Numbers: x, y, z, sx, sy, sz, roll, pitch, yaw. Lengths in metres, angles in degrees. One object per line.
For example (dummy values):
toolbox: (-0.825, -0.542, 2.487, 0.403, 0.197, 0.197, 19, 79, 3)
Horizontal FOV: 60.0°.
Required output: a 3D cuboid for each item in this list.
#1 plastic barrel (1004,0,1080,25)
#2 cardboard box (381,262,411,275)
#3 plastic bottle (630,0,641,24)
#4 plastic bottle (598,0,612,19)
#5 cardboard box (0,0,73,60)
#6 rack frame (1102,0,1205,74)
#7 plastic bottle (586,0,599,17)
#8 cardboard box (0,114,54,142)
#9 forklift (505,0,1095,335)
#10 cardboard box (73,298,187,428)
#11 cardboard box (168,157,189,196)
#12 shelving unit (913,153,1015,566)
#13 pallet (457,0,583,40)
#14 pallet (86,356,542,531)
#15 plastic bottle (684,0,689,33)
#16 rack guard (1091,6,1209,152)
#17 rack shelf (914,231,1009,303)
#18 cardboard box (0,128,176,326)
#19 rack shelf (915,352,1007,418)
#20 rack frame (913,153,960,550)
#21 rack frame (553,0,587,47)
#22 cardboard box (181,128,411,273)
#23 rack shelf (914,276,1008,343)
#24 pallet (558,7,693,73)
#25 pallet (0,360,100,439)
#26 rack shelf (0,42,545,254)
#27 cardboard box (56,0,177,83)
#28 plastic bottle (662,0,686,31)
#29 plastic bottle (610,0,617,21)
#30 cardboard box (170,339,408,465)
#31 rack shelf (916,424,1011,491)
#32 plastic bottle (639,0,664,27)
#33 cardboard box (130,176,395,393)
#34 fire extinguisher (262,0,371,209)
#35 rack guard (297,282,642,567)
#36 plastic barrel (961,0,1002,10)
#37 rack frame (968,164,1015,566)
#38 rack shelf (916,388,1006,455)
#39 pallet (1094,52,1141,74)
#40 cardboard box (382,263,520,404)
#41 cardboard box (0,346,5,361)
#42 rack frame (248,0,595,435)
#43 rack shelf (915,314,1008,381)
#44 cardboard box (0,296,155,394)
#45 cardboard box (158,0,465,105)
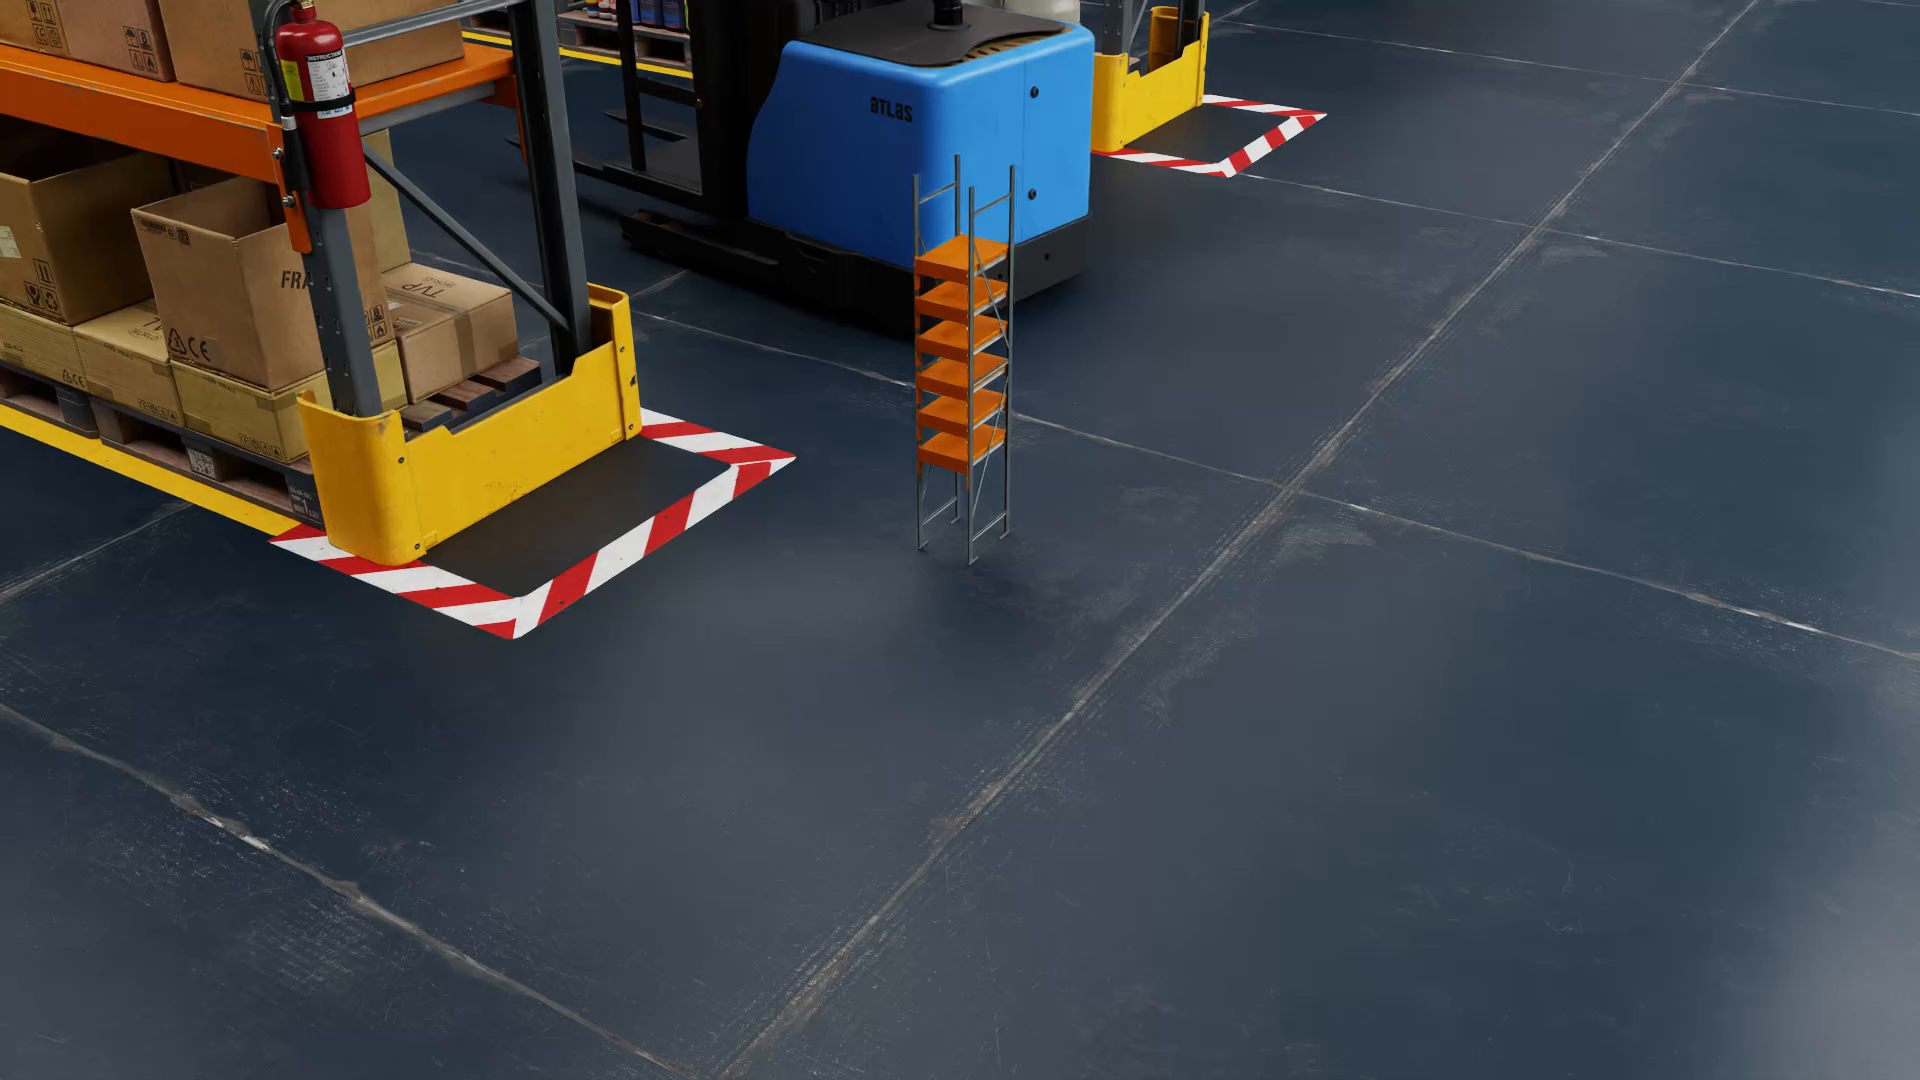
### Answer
plastic barrel: (0.454, -2.867, 9.239, 0.421, 0.512, 0.421, 0, 30, 0)
cardboard box: (-2.346, -0.868, 6.073, 0.500, 0.250, 0.500, 18, 35, 27)
plastic bottle: (-2.011, -3.354, 10.289, 0.135, 0.276, 0.152, 19, 35, 29)
plastic bottle: (-2.213, -3.370, 10.389, 0.097, 0.201, 0.097, 0, 30, 0)
cardboard box: (-2.838, -1.951, 5.518, 0.500, 0.500, 0.700, 18, 35, 28)
rack frame: (1.052, -3.616, 8.472, 0.127, 3.000, 1.000, 18, 35, 27)
plastic bottle: (-2.299, -3.427, 10.418, 0.097, 0.271, 0.097, 0, 30, 0)
cardboard box: (-3.475, -1.234, 5.956, 0.500, 0.500, 0.500, 18, 35, 27)
forklift: (-0.889, -2.686, 6.946, 3.031, 2.935, 1.130, 24, 38, 34)
cardboard box: (-2.626, -0.643, 5.688, 0.500, 0.250, 0.500, 18, 35, 27)
cardboard box: (-2.776, -1.321, 6.105, 0.500, 0.500, 0.500, 18, 35, 27)
shelving unit: (0.012, -0.514, 4.941, 0.189, 1.200, 0.258, 18, 35, 27)
pallet: (-3.022, -3.677, 11.344, 1.213, 0.211, 1.003, 18, 35, 27)
pallet: (-2.255, -0.486, 5.873, 1.213, 0.211, 1.003, 18, 35, 27)
plastic bottle: (-1.596, -3.199, 10.015, 0.133, 0.283, 0.061, 19, 35, 29)
rack guard: (0.962, -2.537, 9.102, 0.348, 0.500, 1.175, 18, 35, 27)
rack shelf: (0.012, -0.787, 4.782, 0.180, 0.103, 0.258, 18, 35, 27)
cardboard box: (-3.052, -1.099, 5.725, 0.500, 0.500, 0.500, 18, 35, 27)
rack shelf: (0.012, -0.476, 4.963, 0.180, 0.103, 0.258, 18, 35, 27)
rack frame: (-0.065, -0.539, 4.983, 0.006, 1.200, 0.240, 18, 35, 27)
rack frame: (-2.336, -4.688, 10.309, 0.127, 3.000, 1.000, 18, 35, 27)
cardboard box: (-2.345, -1.193, 5.885, 0.500, 0.500, 0.500, 18, 35, 27)
rack shelf: (0.012, -0.683, 4.842, 0.180, 0.103, 0.258, 18, 35, 27)
pallet: (-1.790, -3.286, 10.673, 1.213, 0.211, 1.003, 18, 35, 27)
pallet: (-3.284, -0.813, 6.434, 1.213, 0.211, 1.003, 18, 35, 27)
rack shelf: (-3.279, -1.728, 5.950, 4.000, 0.370, 1.077, 18, 35, 27)
cardboard box: (-2.421, -1.816, 5.286, 0.500, 0.500, 0.700, 19, 35, 29)
plastic bottle: (-1.713, -3.290, 10.104, 0.185, 0.351, 0.144, 16, 34, 25)
plastic bottle: (-2.127, -3.342, 10.343, 0.097, 0.201, 0.097, 0, 30, 0)
cardboard box: (-2.196, -0.514, 5.467, 0.500, 0.250, 0.500, 18, 35, 27)
rack shelf: (0.012, -0.269, 5.084, 0.180, 0.103, 0.258, 18, 35, 27)
plastic bottle: (-1.873, -3.340, 10.191, 0.185, 0.351, 0.144, 19, 35, 29)
cardboard box: (-2.197, -0.837, 5.277, 0.500, 0.500, 0.500, 18, 35, 27)
fire extinguisher: (-1.732, -1.240, 4.475, 0.183, 0.674, 0.296, 18, 35, 27)
rack guard: (-1.565, -0.417, 5.469, 0.348, 0.500, 1.175, 18, 35, 27)
plastic barrel: (0.029, -3.001, 9.470, 0.421, 0.512, 0.421, 0, 30, 0)
rack frame: (0.090, -0.490, 4.899, 0.006, 1.200, 0.240, 18, 35, 27)
rack shelf: (0.012, -0.372, 5.024, 0.180, 0.103, 0.258, 18, 35, 27)
pallet: (0.277, -2.632, 9.552, 1.213, 0.211, 1.003, 18, 35, 27)
cardboard box: (-1.921, -0.736, 5.846, 0.500, 0.250, 0.500, 18, 35, 27)
cardboard box: (-3.473, -0.911, 6.147, 0.500, 0.250, 0.500, 18, 35, 27)
rack frame: (-1.585, -1.503, 4.850, 0.127, 3.000, 1.000, 18, 35, 27)
rack shelf: (0.012, -0.580, 4.903, 0.180, 0.103, 0.258, 18, 35, 27)
cardboard box: (-3.051, -0.776, 5.916, 0.500, 0.250, 0.500, 18, 35, 27)
cardboard box: (-1.974, -1.677, 5.048, 0.500, 0.500, 0.700, 18, 35, 27)
